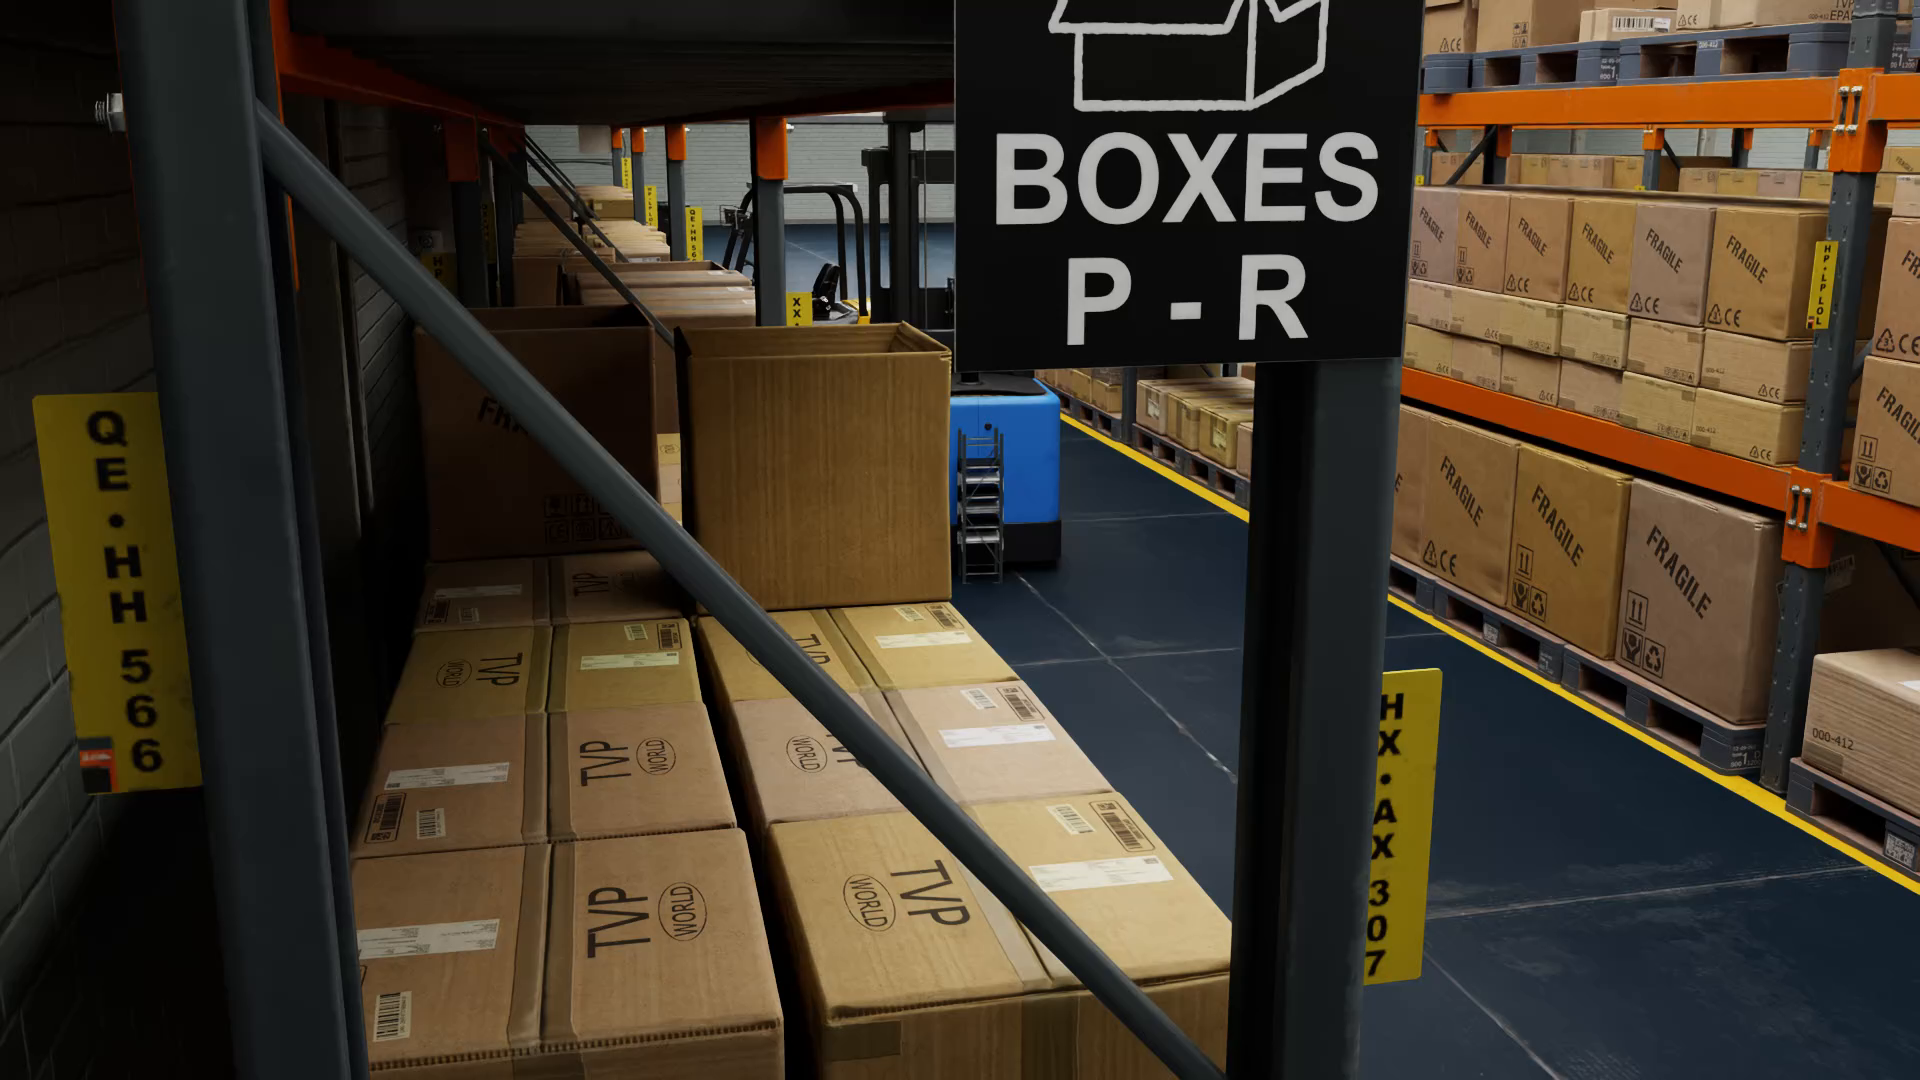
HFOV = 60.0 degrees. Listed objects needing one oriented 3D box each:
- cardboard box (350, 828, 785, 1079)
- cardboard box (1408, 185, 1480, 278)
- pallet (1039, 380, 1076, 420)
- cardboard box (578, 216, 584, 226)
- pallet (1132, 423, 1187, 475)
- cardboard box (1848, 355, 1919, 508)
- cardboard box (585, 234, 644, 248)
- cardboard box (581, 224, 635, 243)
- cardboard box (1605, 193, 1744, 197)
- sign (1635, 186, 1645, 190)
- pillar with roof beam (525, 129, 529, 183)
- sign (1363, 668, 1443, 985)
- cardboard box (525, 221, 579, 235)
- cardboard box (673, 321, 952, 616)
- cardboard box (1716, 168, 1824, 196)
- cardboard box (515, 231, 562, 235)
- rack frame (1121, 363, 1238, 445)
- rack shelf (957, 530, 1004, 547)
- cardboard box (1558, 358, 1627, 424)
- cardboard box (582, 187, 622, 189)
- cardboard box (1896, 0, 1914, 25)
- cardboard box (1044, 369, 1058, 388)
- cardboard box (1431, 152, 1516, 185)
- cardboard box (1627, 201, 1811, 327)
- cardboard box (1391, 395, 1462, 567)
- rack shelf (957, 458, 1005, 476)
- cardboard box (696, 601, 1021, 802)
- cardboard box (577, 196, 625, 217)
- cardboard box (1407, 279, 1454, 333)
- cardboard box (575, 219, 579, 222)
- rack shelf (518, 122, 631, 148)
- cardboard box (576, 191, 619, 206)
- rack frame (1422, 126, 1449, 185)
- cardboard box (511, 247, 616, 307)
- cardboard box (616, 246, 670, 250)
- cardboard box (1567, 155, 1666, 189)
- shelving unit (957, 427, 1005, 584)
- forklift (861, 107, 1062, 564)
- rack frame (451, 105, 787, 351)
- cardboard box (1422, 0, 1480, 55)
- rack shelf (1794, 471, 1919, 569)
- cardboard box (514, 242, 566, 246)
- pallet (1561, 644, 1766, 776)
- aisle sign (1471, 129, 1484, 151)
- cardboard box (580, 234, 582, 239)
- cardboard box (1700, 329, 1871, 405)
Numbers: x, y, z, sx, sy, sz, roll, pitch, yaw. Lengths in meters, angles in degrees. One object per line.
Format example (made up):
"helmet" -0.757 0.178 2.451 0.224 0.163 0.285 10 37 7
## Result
"cardboard box" -0.480 0.572 1.956 0.500 0.250 0.500 -3 14 -12
"cardboard box" 2.709 -1.795 9.638 0.500 0.500 0.500 -4 14 -15
"pallet" 1.409 -1.392 16.178 1.003 0.211 1.213 -3 14 -13
"cardboard box" -3.222 -2.899 14.893 0.380 0.149 0.250 -3 14 -14
"pallet" 2.076 -0.777 13.663 1.003 0.211 1.213 -3 14 -13
"cardboard box" 3.626 -0.391 5.998 0.500 0.500 0.500 -3 14 -11
"cardboard box" -2.250 -1.916 10.873 0.380 0.149 0.250 -3 14 -13
"cardboard box" -2.552 -2.213 12.087 0.380 0.149 0.250 -3 14 -13
"cardboard box" 3.557 -1.468 8.298 0.500 0.500 0.500 -4 14 -14
"sign" 6.140 -3.038 15.051 0.100 0.325 0.005 -3 14 -13
"pillar with roof beam" -7.446 -12.821 44.443 9.100 9.000 0.548 -3 14 -13
"sign" 0.413 0.284 1.621 0.100 0.325 0.005 -3 14 -13
"cardboard box" -3.058 -2.304 12.461 0.380 0.149 0.250 -4 14 -14
"cardboard box" -0.312 -0.167 3.399 0.500 0.500 0.500 -3 14 -12
"cardboard box" 6.924 -2.912 14.208 0.700 0.500 0.500 -4 14 -14
"cardboard box" -2.810 -2.007 11.245 0.380 0.149 0.250 -3 14 -14
"rack frame" 1.891 -2.311 14.067 1.000 3.000 0.127 -3 14 -13
"rack shelf" 0.121 0.005 9.911 0.258 0.077 0.200 -2 14 -7
"cardboard box" 3.201 -0.717 7.858 0.500 0.250 0.500 -4 14 -15
"cardboard box" -3.407 -3.280 15.827 0.380 0.149 0.250 -3 14 -12
"cardboard box" 3.993 -2.196 6.675 0.396 0.266 0.258 -3 14 -14
"cardboard box" 1.126 -1.657 16.299 0.500 0.250 0.500 -2 14 -9
"cardboard box" 5.789 -4.043 18.563 0.875 0.550 0.550 -3 14 -13
"cardboard box" 3.293 -1.208 7.234 0.500 0.500 0.500 -3 14 -12
"cardboard box" 2.912 -0.396 9.821 0.875 0.875 0.875 -3 14 -14
"rack shelf" 0.121 -0.433 9.804 0.258 0.077 0.200 -2 14 -7
"cardboard box" -0.200 0.310 3.026 0.500 0.250 0.500 -4 14 -14
"cardboard box" -2.885 -2.686 13.398 0.380 0.149 0.250 -3 14 -12
"cardboard box" 2.830 -1.308 9.225 0.500 0.250 0.500 -3 14 -12
"cardboard box" -3.388 -2.786 15.799 0.500 0.500 0.500 -3 14 -11
"rack shelf" -3.402 -3.603 14.549 1.077 0.370 4.000 -3 14 -13
"cardboard box" -3.174 -2.981 14.605 0.380 0.149 0.250 -3 14 -13
"rack frame" 5.740 -3.533 19.068 1.000 3.000 0.127 -3 14 -13
"cardboard box" -2.024 -1.236 8.570 0.500 0.500 0.500 -3 14 -11
"cardboard box" -1.846 -1.626 9.685 0.380 0.149 0.250 -3 14 -12
"cardboard box" 6.384 -3.415 15.994 0.875 0.550 0.550 -3 14 -13
"shelving unit" 0.121 -0.203 9.861 0.258 0.900 0.210 -2 14 -7
"forklift" -0.078 -1.572 11.184 1.130 2.935 3.031 -2 14 -7
"rack frame" -1.054 -0.188 5.377 1.000 3.000 0.127 -3 14 -13
"cardboard box" 3.066 -3.021 9.550 0.797 0.503 0.637 -4 14 -17
"rack shelf" 4.240 0.345 4.709 1.077 0.370 4.000 -3 14 -13
"cardboard box" -2.563 -1.708 10.022 0.380 0.149 0.250 -4 14 -14
"pallet" 3.516 0.715 7.555 1.003 0.211 1.213 -3 14 -13
"aisle sign" 6.015 -4.829 18.895 0.394 0.787 0.004 -3 14 -13
"cardboard box" -2.783 -2.199 13.397 0.500 0.500 0.500 -4 14 -15
"cardboard box" 3.430 -0.724 6.832 0.500 0.250 0.500 -3 14 -13
